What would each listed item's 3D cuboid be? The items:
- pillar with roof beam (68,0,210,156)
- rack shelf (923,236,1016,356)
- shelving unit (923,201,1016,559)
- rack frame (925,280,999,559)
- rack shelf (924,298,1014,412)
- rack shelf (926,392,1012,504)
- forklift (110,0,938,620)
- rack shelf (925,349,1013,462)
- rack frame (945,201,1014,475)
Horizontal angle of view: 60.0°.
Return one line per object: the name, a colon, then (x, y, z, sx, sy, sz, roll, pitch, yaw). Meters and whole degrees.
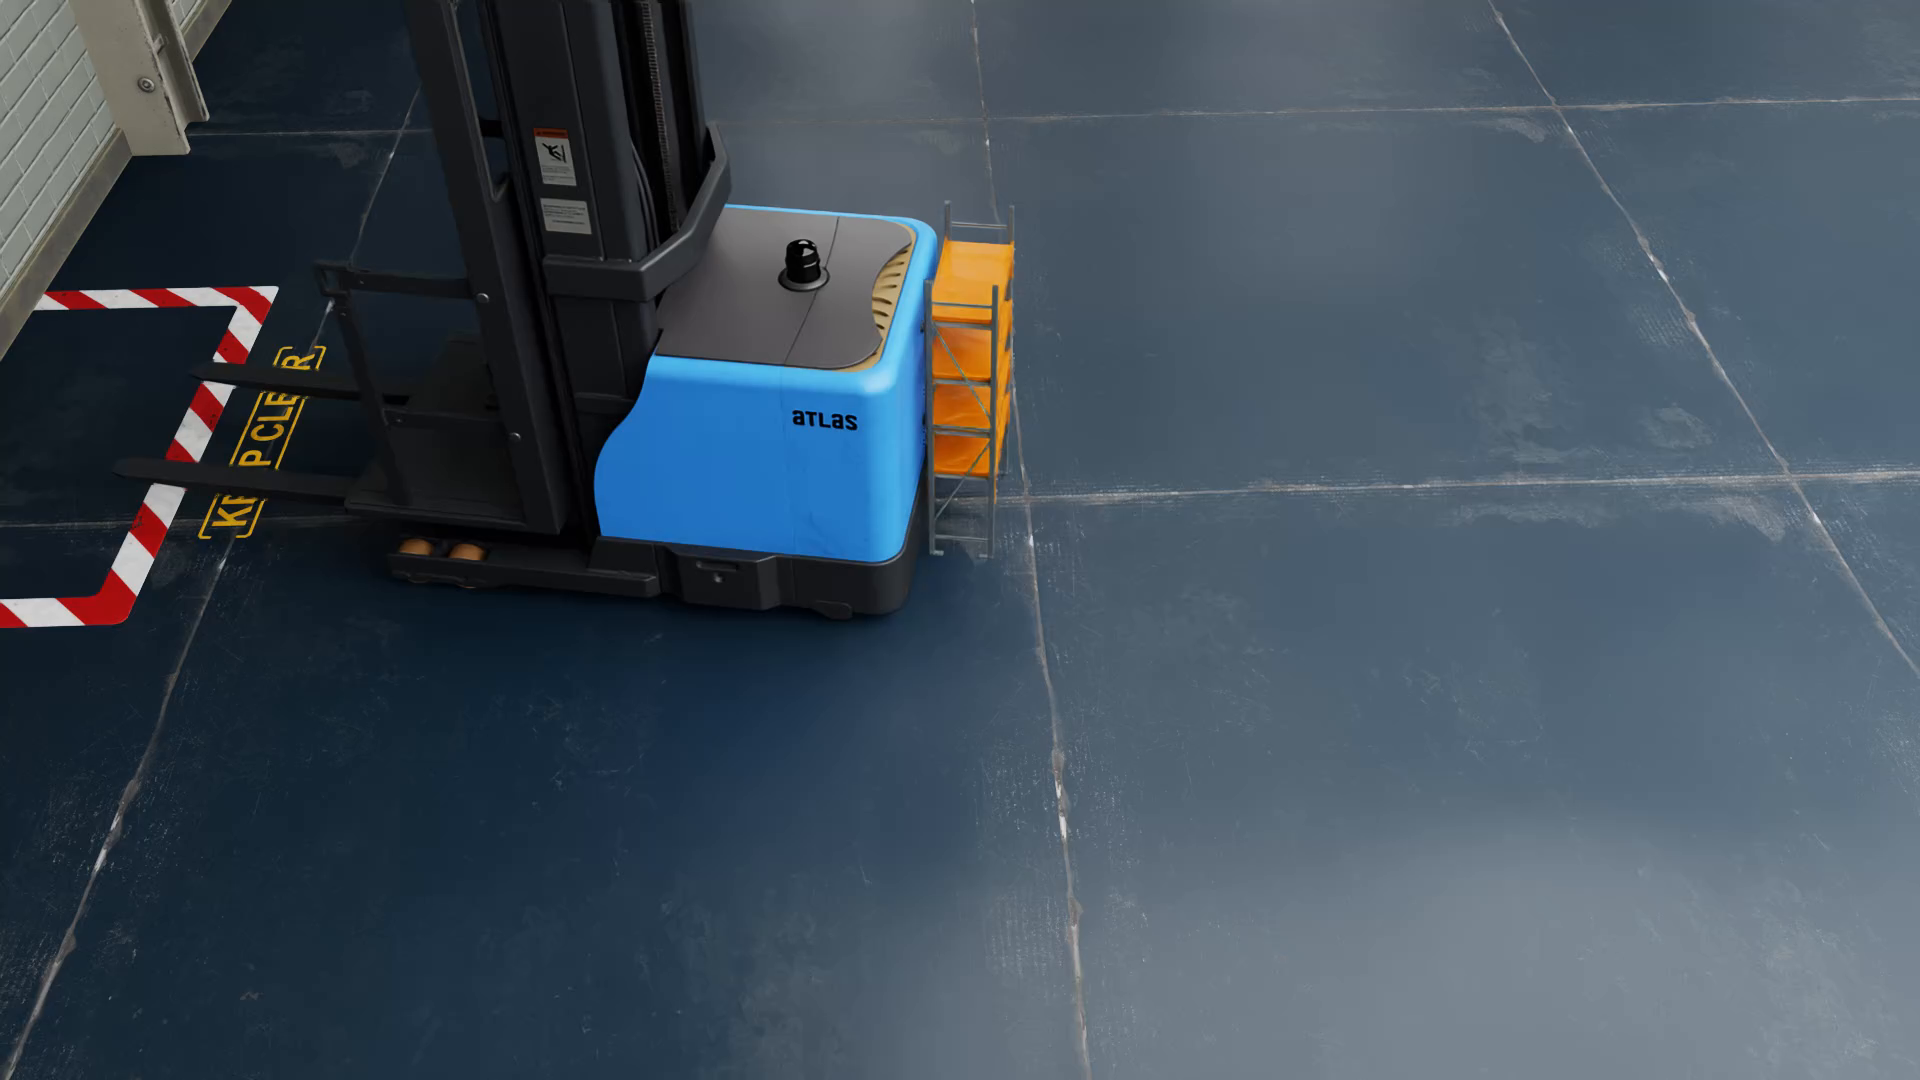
pillar with roof beam: (0.250, -5.512, 5.603, 9.100, 9.000, 0.400, -2, 43, -2)
rack shelf: (0.037, -0.840, 5.697, 0.258, 0.148, 0.480, 5, 43, 5)
shelving unit: (0.037, -0.550, 5.962, 0.258, 1.200, 0.503, 5, 43, 5)
rack frame: (0.006, -0.387, 5.784, 0.240, 1.200, 0.015, 5, 43, 5)
rack shelf: (0.037, -0.665, 5.857, 0.258, 0.148, 0.480, 5, 43, 5)
rack shelf: (0.037, -0.354, 6.142, 0.258, 0.148, 0.480, 5, 43, 5)
forklift: (-1.628, -1.251, 5.446, 3.031, 2.935, 1.130, 6, 43, 6)
rack shelf: (0.037, -0.501, 6.008, 0.258, 0.148, 0.480, 5, 43, 5)
rack frame: (0.068, -0.714, 6.141, 0.240, 1.200, 0.015, 5, 43, 5)
